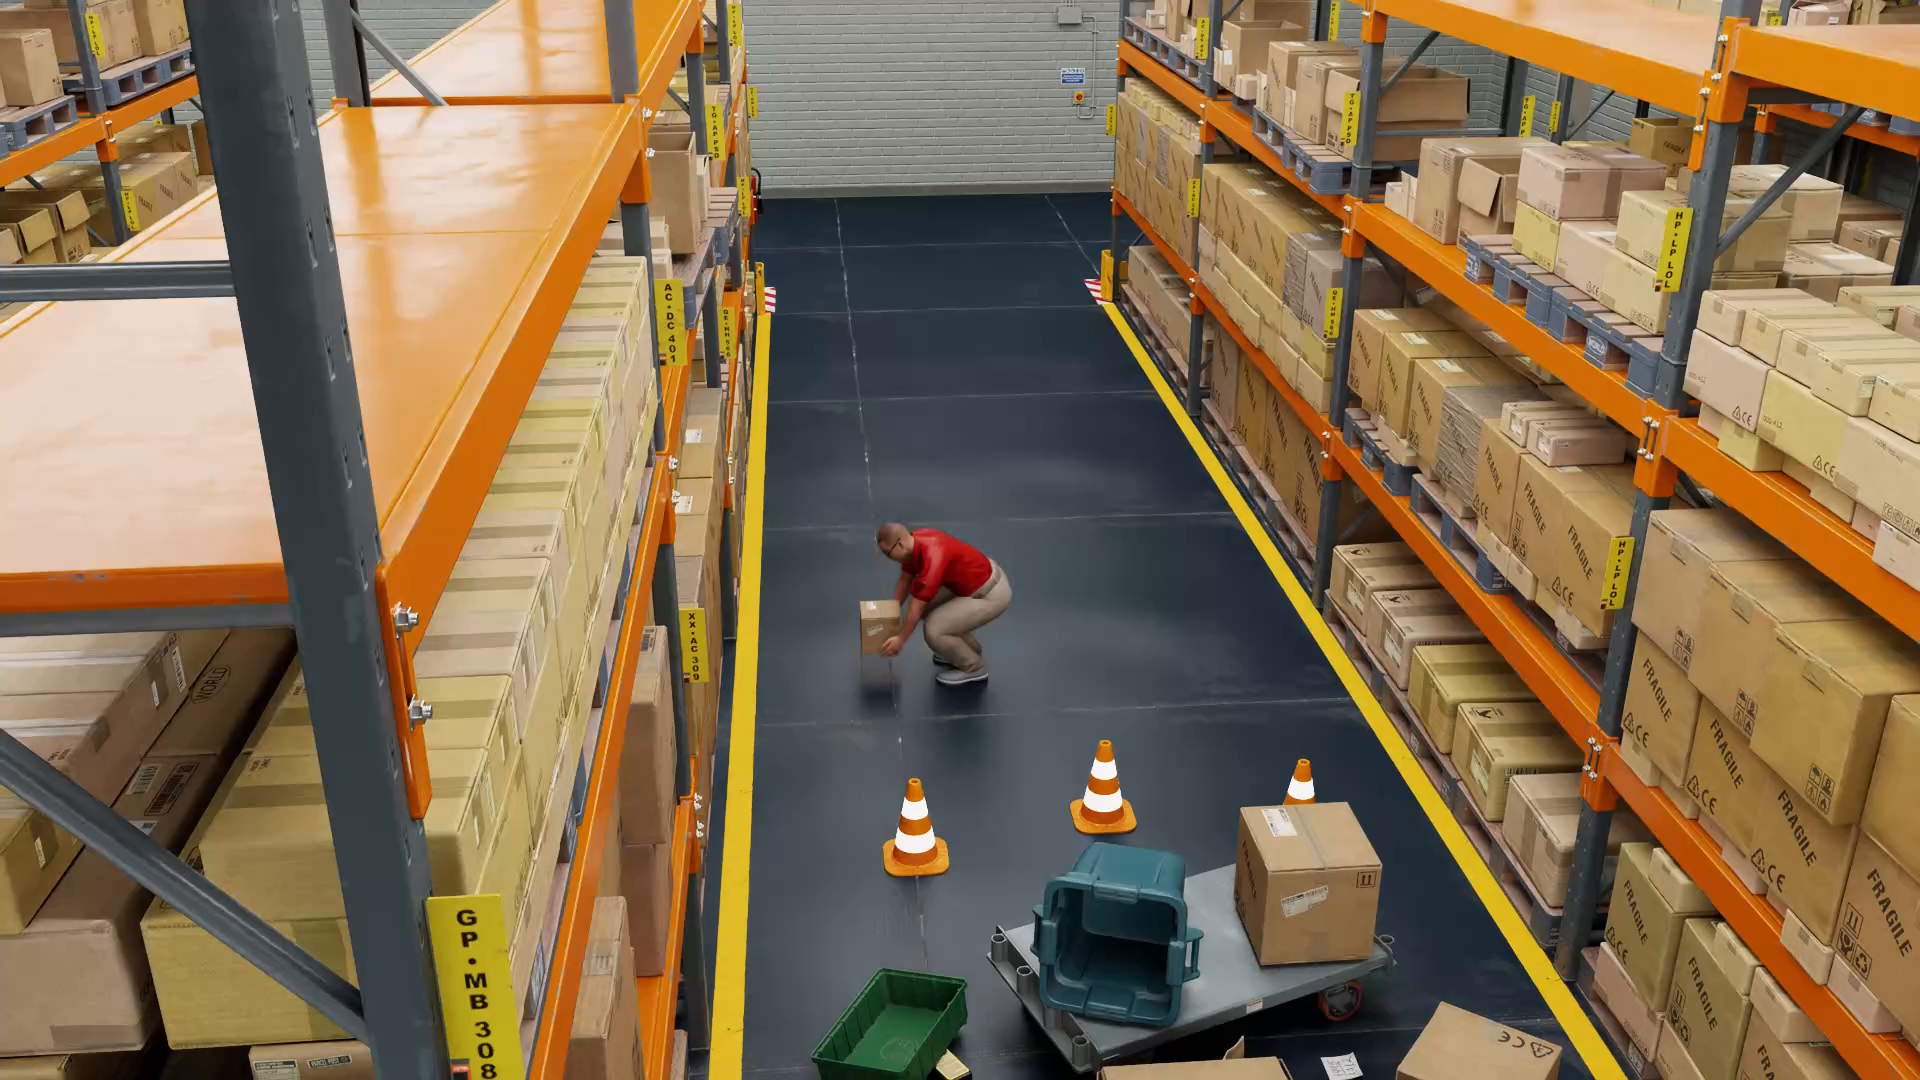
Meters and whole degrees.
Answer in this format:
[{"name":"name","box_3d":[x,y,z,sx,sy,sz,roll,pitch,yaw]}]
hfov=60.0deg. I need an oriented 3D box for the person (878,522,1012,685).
[{"name":"person","box_3d":[-0.106,0.360,10.358,0.857,1.064,0.573,-2,24,-5]}]
